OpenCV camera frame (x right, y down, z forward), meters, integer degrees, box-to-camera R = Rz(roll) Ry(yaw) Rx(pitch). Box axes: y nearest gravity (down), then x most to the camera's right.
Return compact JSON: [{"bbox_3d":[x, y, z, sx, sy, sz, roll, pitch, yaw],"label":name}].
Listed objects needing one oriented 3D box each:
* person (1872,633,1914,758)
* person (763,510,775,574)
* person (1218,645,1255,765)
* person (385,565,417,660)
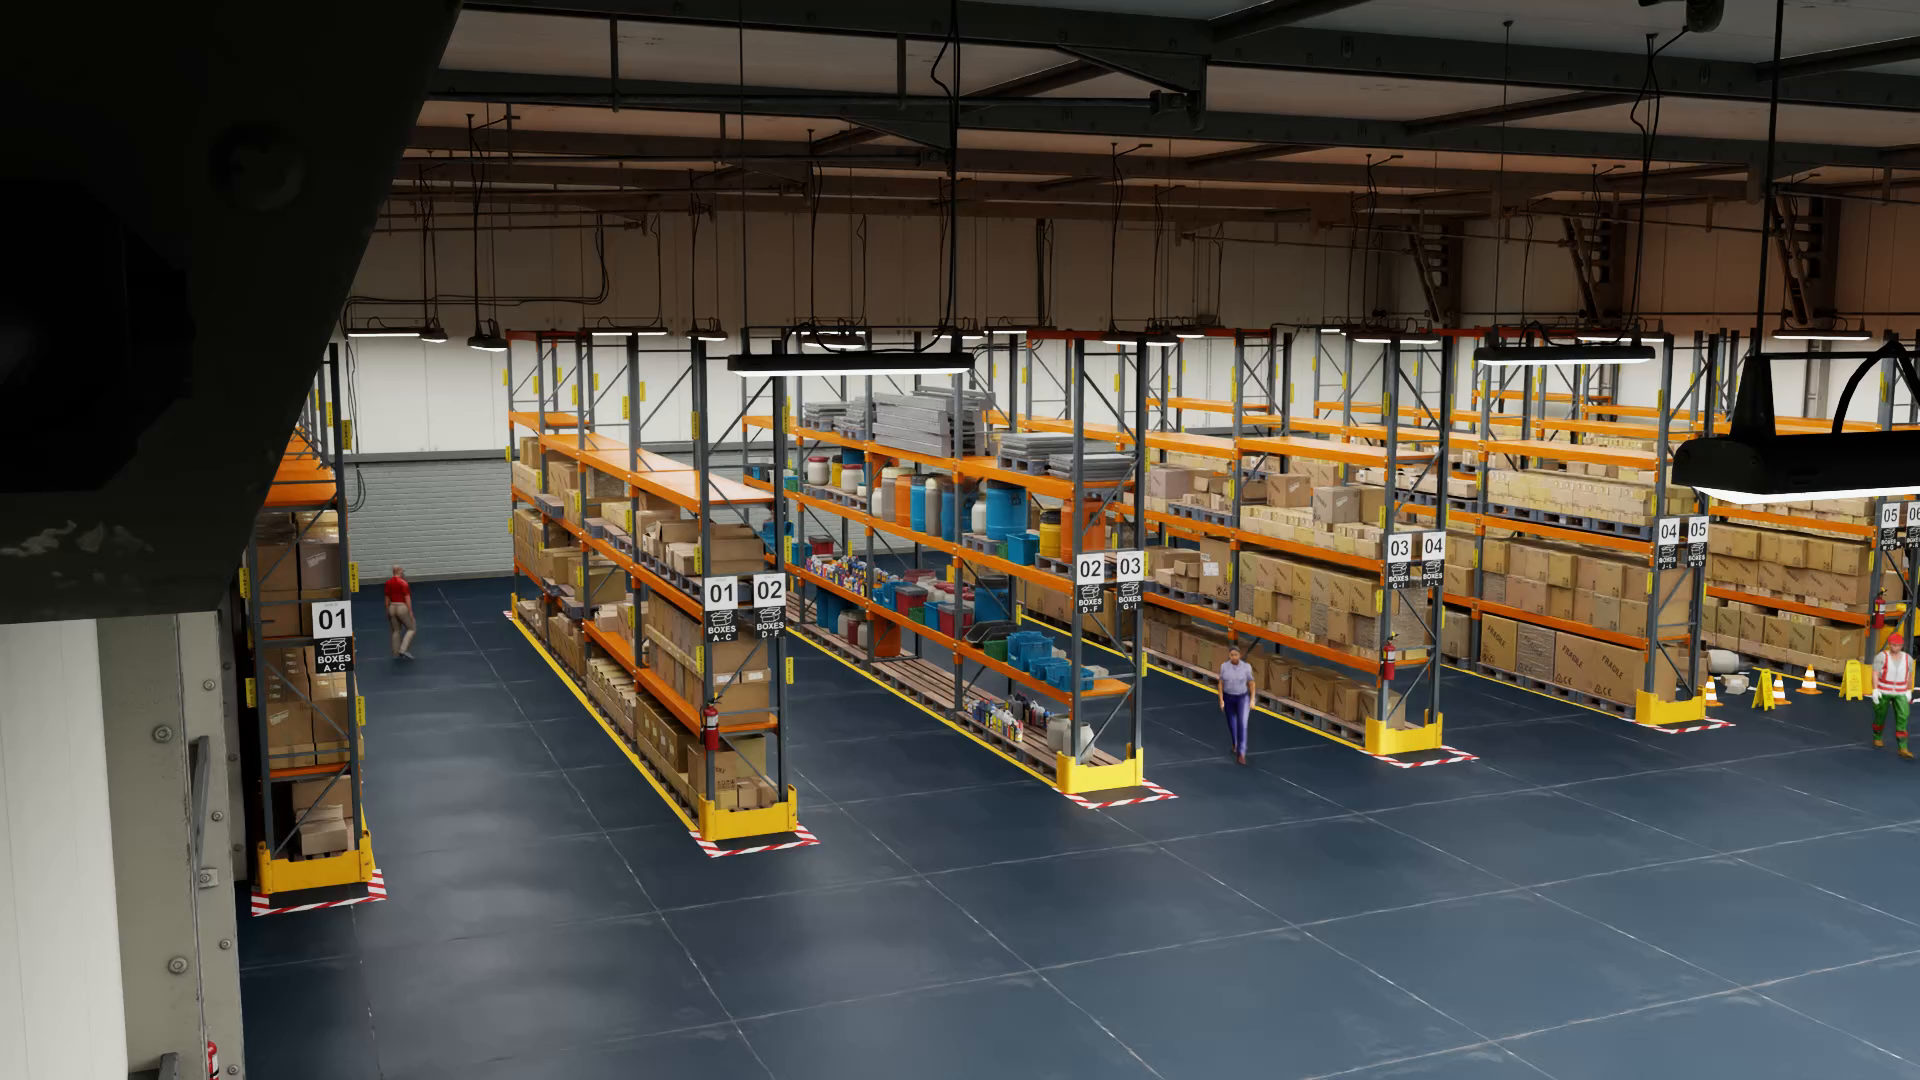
[{"bbox_3d":[13.419,2.205,23.905,0.574,1.726,1.031,3,8,19],"label":"person"},{"bbox_3d":[-4.343,0.093,39.440,0.604,1.727,1.160,-6,10,-37],"label":"person"},{"bbox_3d":[3.938,2.298,23.708,0.536,1.606,0.878,4,9,26],"label":"person"},{"bbox_3d":[-10.296,1.333,30.525,0.592,1.733,0.470,3,8,20],"label":"person"}]
